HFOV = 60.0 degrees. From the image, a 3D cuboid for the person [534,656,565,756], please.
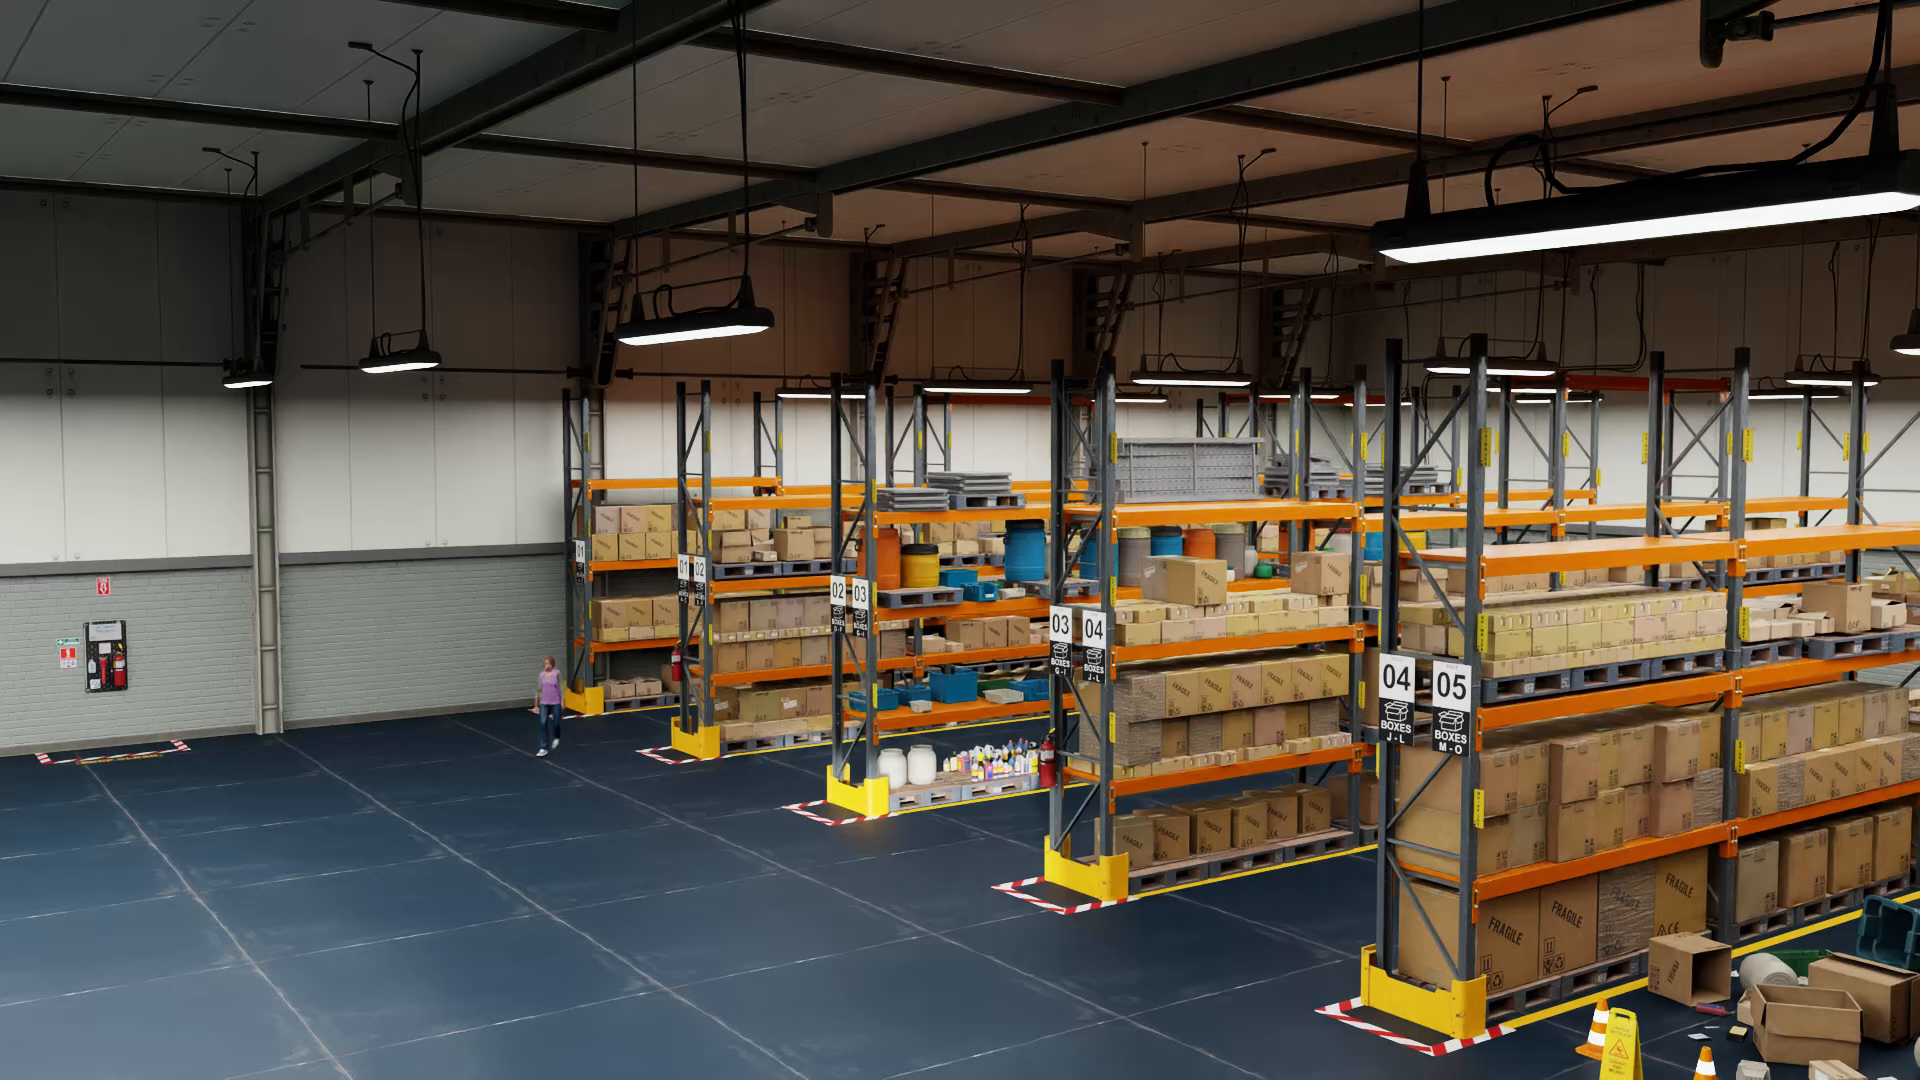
[{"bbox_3d":[-6.595,2.644,26.744,0.475,1.589,0.620,0,4,2],"label":"person"}]
